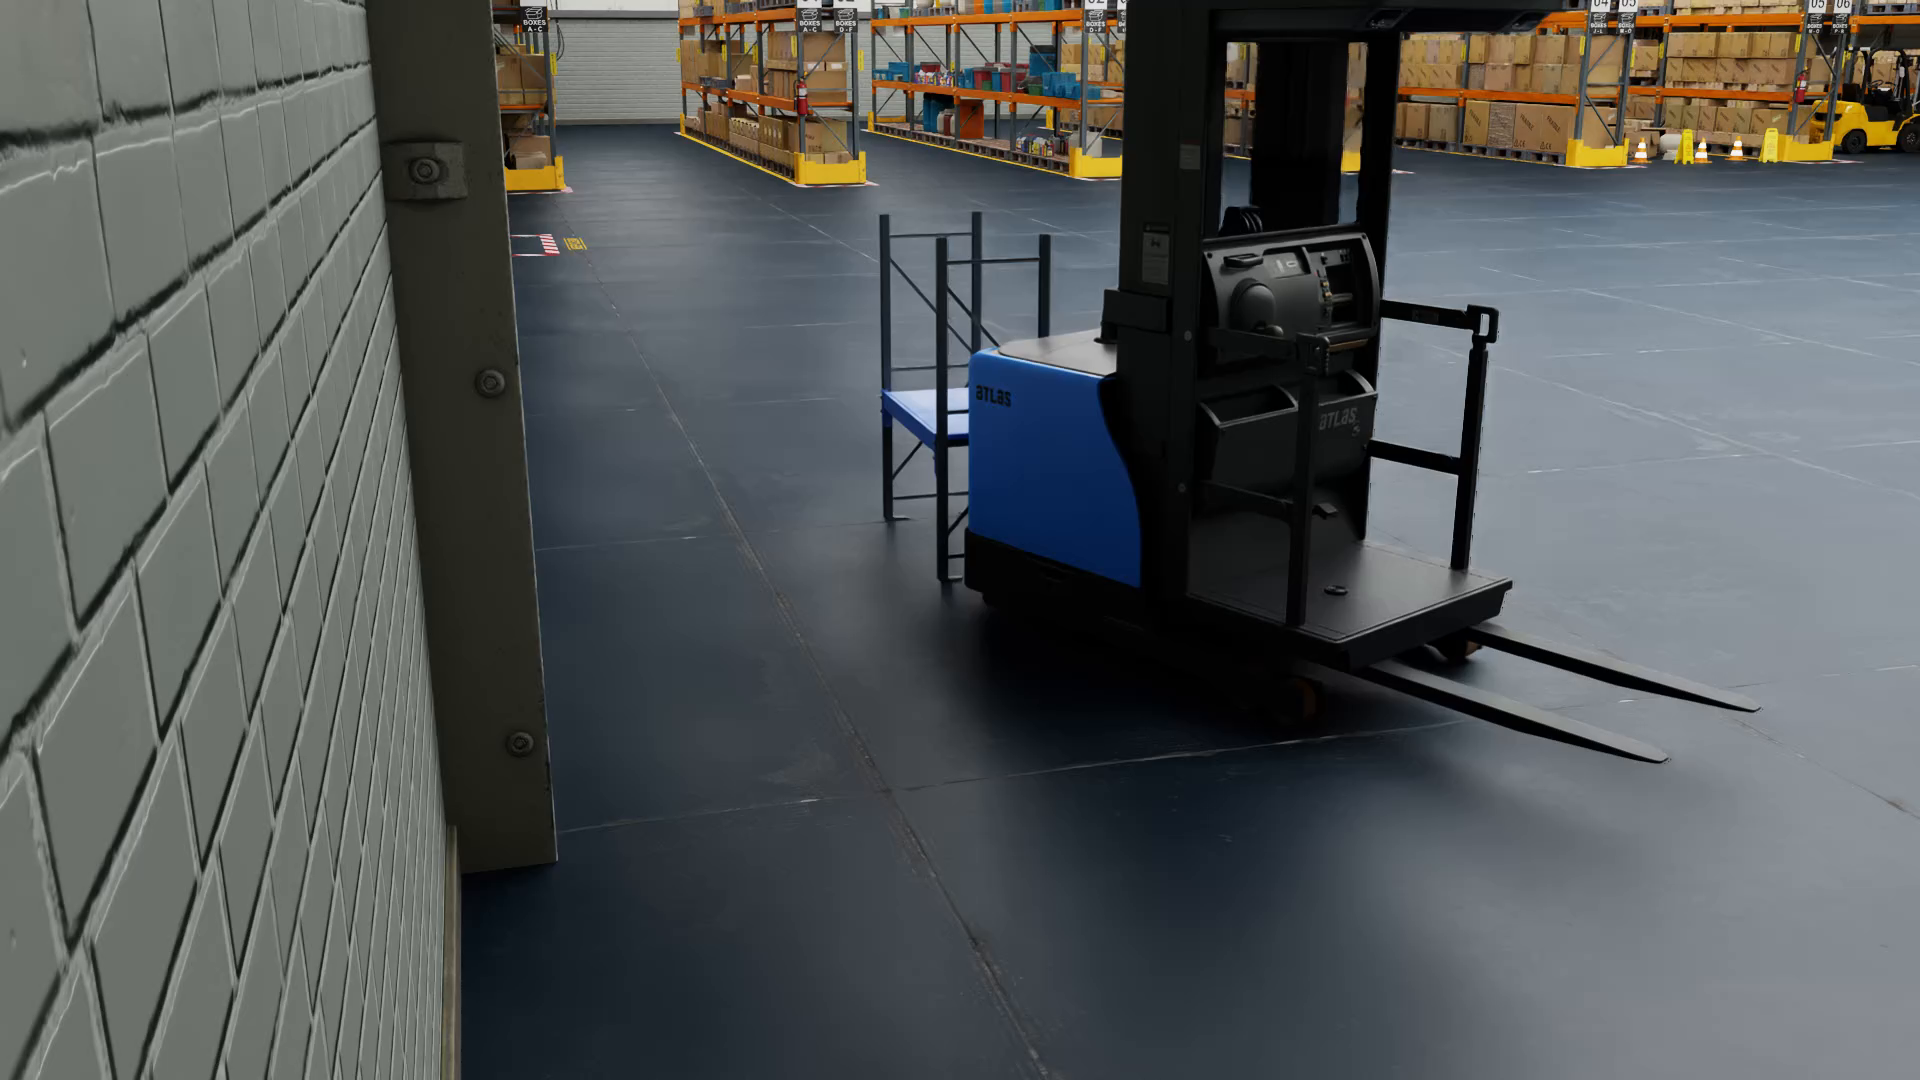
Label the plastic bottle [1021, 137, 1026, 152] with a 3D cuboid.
[{"bbox_3d":[1.263,-7.643,32.153,0.152,0.276,0.135,-4,17,-13],"label":"plastic bottle"}]

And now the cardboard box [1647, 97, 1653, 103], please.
[{"bbox_3d":[18.509,-11.707,44.201,0.380,0.149,0.250,-5,17,-16],"label":"cardboard box"}]

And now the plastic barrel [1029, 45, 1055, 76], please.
[{"bbox_3d":[1.667,-9.318,32.887,0.600,0.901,0.708,-5,17,-15],"label":"plastic barrel"}]

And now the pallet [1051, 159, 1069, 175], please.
[{"bbox_3d":[2.297,-6.748,30.048,1.003,0.211,1.213,-5,17,-15],"label":"pallet"}]

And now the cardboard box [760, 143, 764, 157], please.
[{"bbox_3d":[-3.446,-7.288,31.052,0.500,0.250,0.500,-5,17,-15],"label":"cardboard box"}]

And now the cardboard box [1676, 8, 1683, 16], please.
[{"bbox_3d":[15.621,-11.332,35.685,0.380,0.149,0.250,-5,17,-16],"label":"cardboard box"}]

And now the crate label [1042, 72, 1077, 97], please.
[{"bbox_3d":[1.815,-8.345,30.459,0.502,0.435,0.616,-5,17,-15],"label":"crate label"}]

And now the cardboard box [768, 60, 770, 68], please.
[{"bbox_3d":[-3.325,-8.756,30.586,0.380,0.149,0.250,-4,17,-14],"label":"cardboard box"}]

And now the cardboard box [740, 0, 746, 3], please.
[{"bbox_3d":[-4.202,-11.108,34.033,0.500,0.250,0.500,-6,18,-19],"label":"cardboard box"}]

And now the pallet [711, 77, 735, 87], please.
[{"bbox_3d":[-4.920,-10.109,36.724,1.003,0.211,1.213,-5,17,-15],"label":"pallet"}]

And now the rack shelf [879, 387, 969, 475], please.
[{"bbox_3d":[0.002,-0.529,7.733,0.538,0.185,1.000,-5,17,-15],"label":"rack shelf"}]

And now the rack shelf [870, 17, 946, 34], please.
[{"bbox_3d":[-1.266,-12.805,41.404,1.077,0.370,4.000,-5,17,-15],"label":"rack shelf"}]

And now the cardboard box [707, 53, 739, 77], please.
[{"bbox_3d":[-5.315,-10.684,37.404,0.700,0.500,0.500,-2,17,-6],"label":"cardboard box"}]

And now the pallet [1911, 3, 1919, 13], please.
[{"bbox_3d":[21.135,-11.339,35.426,1.003,0.211,1.213,-5,17,-15],"label":"pallet"}]

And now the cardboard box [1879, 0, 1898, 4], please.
[{"bbox_3d":[20.538,-11.909,36.422,0.500,0.311,0.500,-4,17,-14],"label":"cardboard box"}]

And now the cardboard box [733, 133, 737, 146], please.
[{"bbox_3d":[-4.381,-8.240,34.220,0.500,0.250,0.500,-5,17,-17],"label":"cardboard box"}]

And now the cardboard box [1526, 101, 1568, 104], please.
[{"bbox_3d":[14.563,-10.610,41.022,0.875,0.875,0.875,-5,17,-16],"label":"cardboard box"}]

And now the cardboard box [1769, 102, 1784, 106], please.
[{"bbox_3d":[19.790,-10.332,40.532,0.875,0.625,0.625,-4,17,-13],"label":"cardboard box"}]

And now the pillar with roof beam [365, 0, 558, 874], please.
[{"bbox_3d":[2.766,-3.758,4.819,9.100,9.000,0.400,-5,17,-15],"label":"pillar with roof beam"}]

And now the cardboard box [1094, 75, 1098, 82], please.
[{"bbox_3d":[3.576,-11.561,41.662,0.380,0.149,0.250,-4,17,-14],"label":"cardboard box"}]

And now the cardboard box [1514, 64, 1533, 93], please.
[{"bbox_3d":[11.604,-9.226,33.191,0.875,0.550,0.500,-5,17,-15],"label":"cardboard box"}]

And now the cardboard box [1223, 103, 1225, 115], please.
[{"bbox_3d":[5.513,-9.489,36.604,0.500,0.250,0.500,-3,17,-9],"label":"cardboard box"}]

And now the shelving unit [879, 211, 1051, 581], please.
[{"bbox_3d":[0.002,-0.702,7.681,0.538,1.500,1.048,-5,17,-15],"label":"shelving unit"}]

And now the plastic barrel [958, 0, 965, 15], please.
[{"bbox_3d":[0.173,-11.433,35.393,0.421,0.512,0.421,0,17,0],"label":"plastic barrel"}]

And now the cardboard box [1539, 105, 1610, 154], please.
[{"bbox_3d":[11.890,-7.962,32.208,0.875,0.875,0.875,-5,17,-15],"label":"cardboard box"}]

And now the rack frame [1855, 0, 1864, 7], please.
[{"bbox_3d":[20.544,-13.389,36.882,1.000,3.000,0.127,-5,17,-15],"label":"rack frame"}]

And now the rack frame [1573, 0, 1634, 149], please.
[{"bbox_3d":[12.140,-8.596,31.356,1.000,3.000,0.127,-5,17,-15],"label":"rack frame"}]

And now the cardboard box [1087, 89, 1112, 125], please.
[{"bbox_3d":[3.694,-11.173,42.897,0.875,0.875,0.875,-5,17,-15],"label":"cardboard box"}]

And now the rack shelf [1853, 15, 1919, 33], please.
[{"bbox_3d":[21.094,-11.054,35.576,1.077,0.370,4.000,-5,17,-15],"label":"rack shelf"}]

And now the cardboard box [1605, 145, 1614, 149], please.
[{"bbox_3d":[13.284,-8.064,34.335,0.396,0.266,0.258,-2,17,-6],"label":"cardboard box"}]

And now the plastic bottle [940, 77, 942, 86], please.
[{"bbox_3d":[-0.404,-10.322,37.447,0.097,0.201,0.097,0,17,0],"label":"plastic bottle"}]

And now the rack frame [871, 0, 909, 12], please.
[{"bbox_3d":[-1.816,-15.140,42.711,1.000,3.000,0.127,-5,17,-15],"label":"rack frame"}]

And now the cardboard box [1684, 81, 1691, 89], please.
[{"bbox_3d":[15.772,-9.752,35.641,0.380,0.149,0.250,-5,17,-16],"label":"cardboard box"}]

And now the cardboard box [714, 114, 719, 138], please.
[{"bbox_3d":[-5.156,-9.204,36.961,0.500,0.500,0.500,-5,18,-17],"label":"cardboard box"}]

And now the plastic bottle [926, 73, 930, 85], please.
[{"bbox_3d":[-0.701,-10.686,38.529,0.152,0.276,0.135,-5,17,-15],"label":"plastic bottle"}]

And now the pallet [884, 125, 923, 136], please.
[{"bbox_3d":[-1.295,-10.363,42.084,1.003,0.211,1.213,-5,17,-15],"label":"pallet"}]

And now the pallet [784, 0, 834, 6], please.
[{"bbox_3d":[-2.352,-9.042,27.779,1.003,0.211,1.213,-5,17,-15],"label":"pallet"}]

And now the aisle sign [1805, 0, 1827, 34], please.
[{"bbox_3d":[16.610,-10.221,32.245,0.394,0.787,0.004,-5,17,-15],"label":"aisle sign"}]

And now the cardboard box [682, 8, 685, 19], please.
[{"bbox_3d":[-6.558,-12.939,40.860,0.500,0.250,0.500,-5,17,-15],"label":"cardboard box"}]

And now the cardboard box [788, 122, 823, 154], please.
[{"bbox_3d":[-2.616,-6.818,28.183,0.500,0.500,0.500,-5,17,-15],"label":"cardboard box"}]

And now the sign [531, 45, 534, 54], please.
[{"bbox_3d":[-8.624,-9.832,33.596,0.100,0.325,0.005,-5,17,-15],"label":"sign"}]

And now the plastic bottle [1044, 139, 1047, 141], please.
[{"bbox_3d":[1.609,-7.446,31.496,0.152,0.276,0.135,-5,17,-15],"label":"plastic bottle"}]

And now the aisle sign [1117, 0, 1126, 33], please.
[{"bbox_3d":[2.883,-9.089,28.477,0.394,0.787,0.004,-5,17,-15],"label":"aisle sign"}]

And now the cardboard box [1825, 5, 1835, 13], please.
[{"bbox_3d":[17.093,-10.449,32.747,0.380,0.149,0.250,-5,17,-15],"label":"cardboard box"}]

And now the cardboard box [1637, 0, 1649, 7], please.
[{"bbox_3d":[15.338,-11.978,36.932,0.500,0.250,0.500,-4,17,-15],"label":"cardboard box"}]

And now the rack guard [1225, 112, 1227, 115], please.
[{"bbox_3d":[7.764,-11.804,46.379,1.175,0.500,0.348,-5,17,-15],"label":"rack guard"}]

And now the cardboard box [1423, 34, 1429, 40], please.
[{"bbox_3d":[12.811,-13.658,45.167,0.380,0.149,0.250,-5,17,-15],"label":"cardboard box"}]

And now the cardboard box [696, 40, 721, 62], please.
[{"bbox_3d":[-5.868,-11.415,38.829,0.500,0.500,0.500,-5,17,-15],"label":"cardboard box"}]

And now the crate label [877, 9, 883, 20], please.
[{"bbox_3d":[-1.873,-13.351,42.229,0.408,0.251,0.502,-5,17,-15],"label":"crate label"}]

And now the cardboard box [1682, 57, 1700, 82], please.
[{"bbox_3d":[15.786,-10.032,35.444,0.500,0.500,0.500,-5,17,-15],"label":"cardboard box"}]

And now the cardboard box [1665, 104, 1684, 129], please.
[{"bbox_3d":[15.675,-9.181,36.048,0.500,0.500,0.500,-4,17,-13],"label":"cardboard box"}]

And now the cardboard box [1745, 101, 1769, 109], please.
[{"bbox_3d":[16.235,-8.867,33.875,0.380,0.149,0.250,-4,17,-14],"label":"cardboard box"}]

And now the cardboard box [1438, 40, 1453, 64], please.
[{"bbox_3d":[10.755,-10.509,35.810,0.700,0.500,0.500,-5,17,-16],"label":"cardboard box"}]

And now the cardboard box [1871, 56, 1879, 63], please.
[{"bbox_3d":[20.451,-10.694,37.037,0.380,0.149,0.250,-4,17,-14],"label":"cardboard box"}]

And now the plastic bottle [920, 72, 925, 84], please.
[{"bbox_3d":[-0.855,-10.841,39.045,0.152,0.276,0.135,-5,17,-15],"label":"plastic bottle"}]

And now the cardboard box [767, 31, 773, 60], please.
[{"bbox_3d":[-3.154,-9.103,30.615,0.700,0.500,0.500,-5,17,-15],"label":"cardboard box"}]

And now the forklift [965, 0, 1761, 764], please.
[{"bbox_3d":[1.359,-0.919,5.917,1.130,2.935,3.031,-14,22,-39],"label":"forklift"}]
